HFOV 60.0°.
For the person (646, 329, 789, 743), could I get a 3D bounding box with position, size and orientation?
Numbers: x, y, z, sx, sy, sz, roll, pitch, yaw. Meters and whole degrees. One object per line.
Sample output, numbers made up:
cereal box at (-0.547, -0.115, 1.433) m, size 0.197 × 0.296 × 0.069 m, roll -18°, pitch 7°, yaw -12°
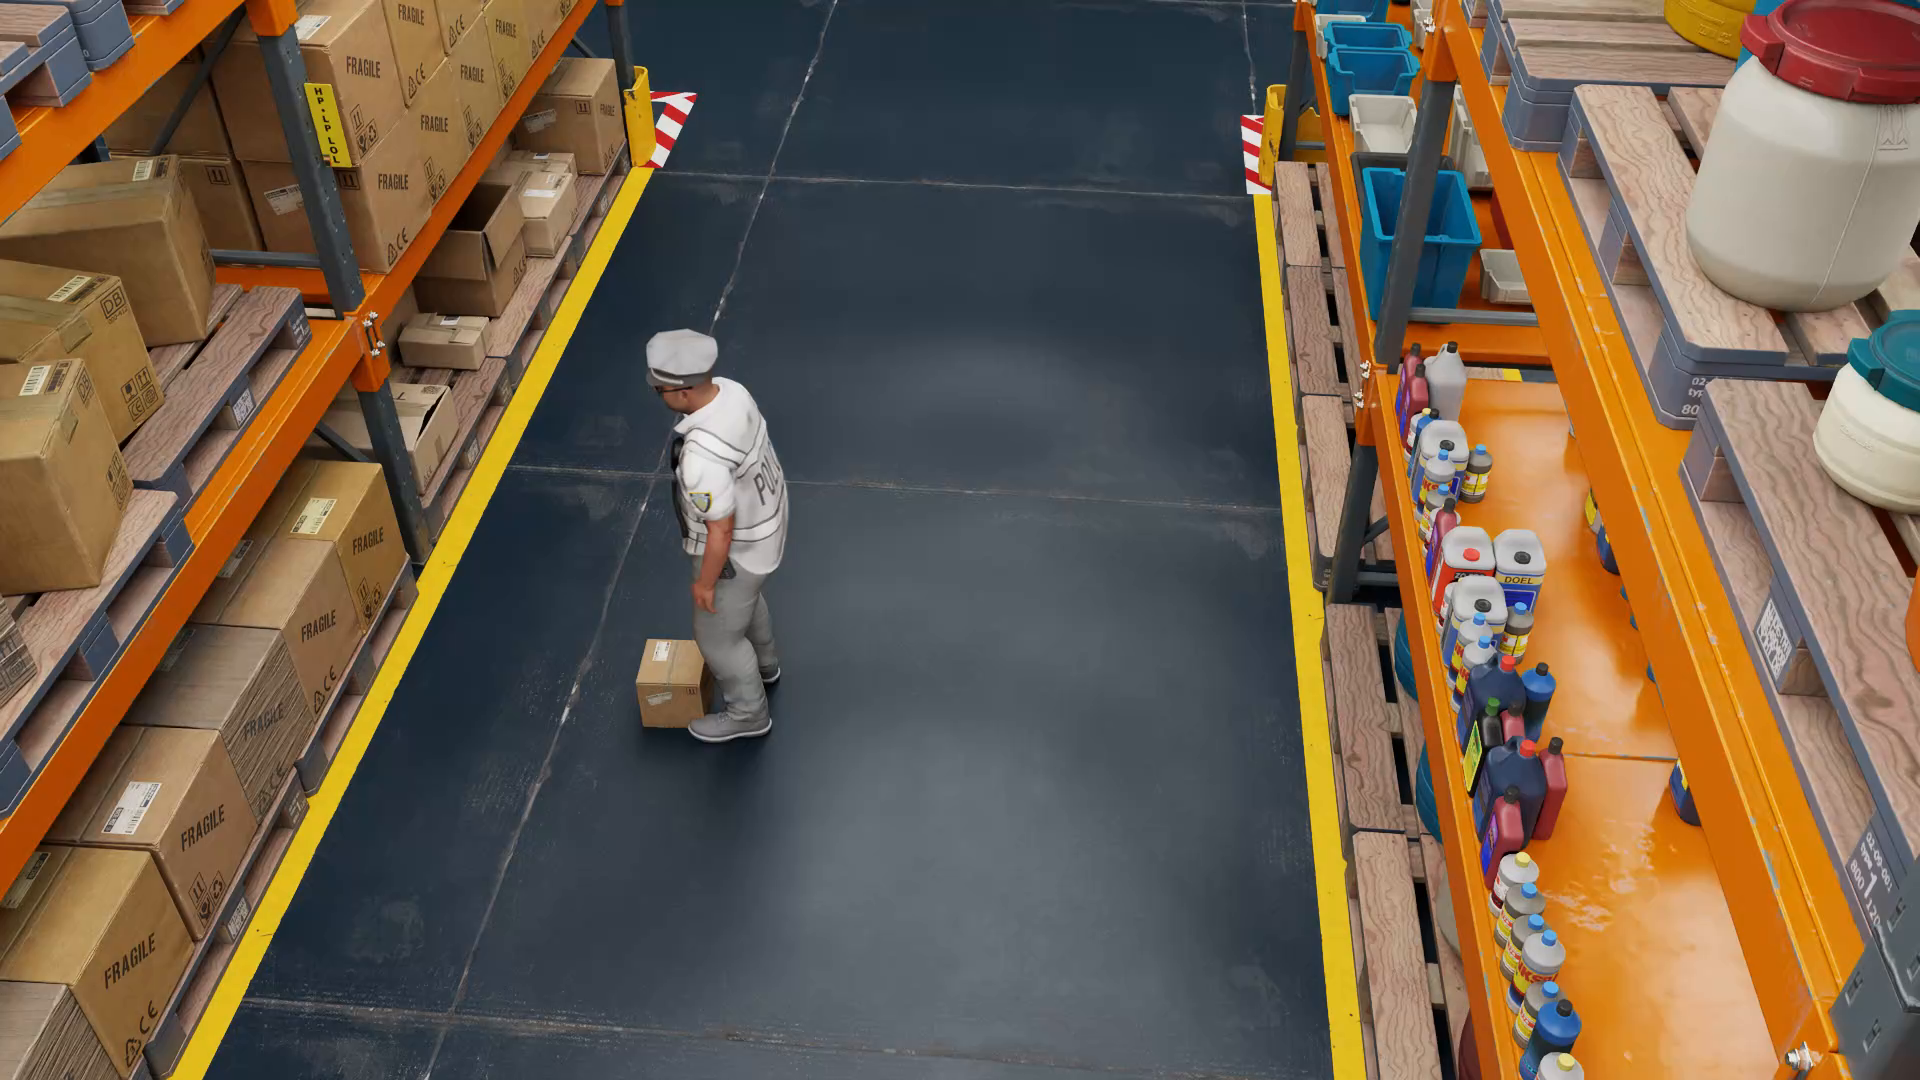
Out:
person at (-0.855, 0.001, 6.149) m, size 0.437 × 1.747 × 0.584 m, roll 3°, pitch 40°, yaw 3°
